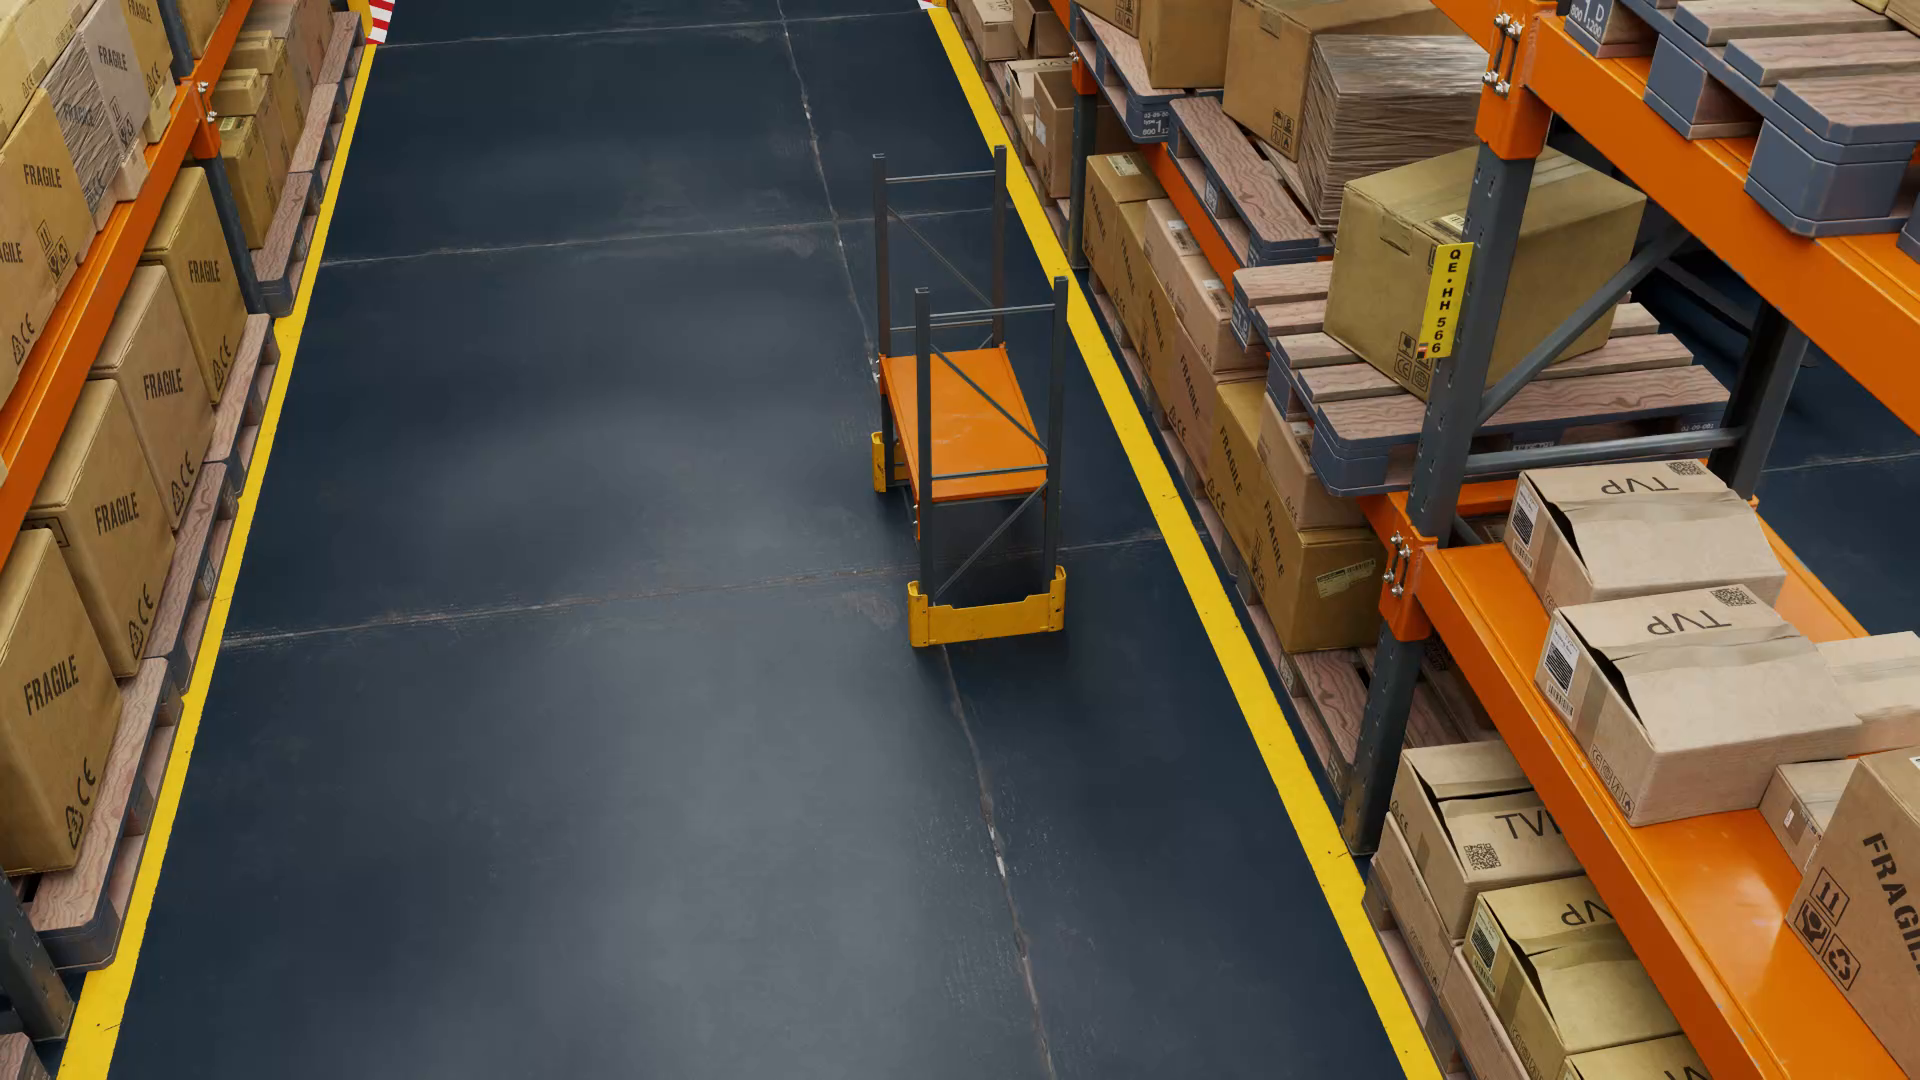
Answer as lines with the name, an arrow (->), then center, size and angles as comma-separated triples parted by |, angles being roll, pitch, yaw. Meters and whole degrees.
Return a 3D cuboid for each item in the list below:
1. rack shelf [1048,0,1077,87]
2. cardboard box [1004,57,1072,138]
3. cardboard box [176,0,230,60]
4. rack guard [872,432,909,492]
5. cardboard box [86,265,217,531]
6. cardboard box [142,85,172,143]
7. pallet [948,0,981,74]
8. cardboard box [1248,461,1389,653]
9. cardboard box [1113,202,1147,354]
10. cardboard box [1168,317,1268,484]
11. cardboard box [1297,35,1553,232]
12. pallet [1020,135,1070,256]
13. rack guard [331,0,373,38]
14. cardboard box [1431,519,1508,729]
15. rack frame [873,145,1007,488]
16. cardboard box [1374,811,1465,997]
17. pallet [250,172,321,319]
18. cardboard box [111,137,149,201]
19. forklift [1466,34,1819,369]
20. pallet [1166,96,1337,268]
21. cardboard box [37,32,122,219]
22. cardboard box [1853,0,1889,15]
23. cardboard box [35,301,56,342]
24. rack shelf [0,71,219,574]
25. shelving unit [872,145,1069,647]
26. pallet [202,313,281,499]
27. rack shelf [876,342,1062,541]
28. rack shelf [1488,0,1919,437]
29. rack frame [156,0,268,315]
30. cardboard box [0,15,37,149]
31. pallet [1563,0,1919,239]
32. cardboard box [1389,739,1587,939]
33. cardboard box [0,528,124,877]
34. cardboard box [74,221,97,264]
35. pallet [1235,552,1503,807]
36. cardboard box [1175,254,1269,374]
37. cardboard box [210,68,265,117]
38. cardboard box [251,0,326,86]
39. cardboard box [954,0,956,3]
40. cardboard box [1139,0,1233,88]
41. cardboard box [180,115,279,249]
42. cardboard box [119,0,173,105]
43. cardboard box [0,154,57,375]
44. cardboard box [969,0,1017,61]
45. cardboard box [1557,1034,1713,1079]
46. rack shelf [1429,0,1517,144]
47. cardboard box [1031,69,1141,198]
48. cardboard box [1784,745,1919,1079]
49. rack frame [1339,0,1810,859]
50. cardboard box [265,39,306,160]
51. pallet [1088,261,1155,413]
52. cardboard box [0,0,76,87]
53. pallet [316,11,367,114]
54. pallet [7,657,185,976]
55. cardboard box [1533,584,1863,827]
rack shelf -> 0.706, -3.579, 9.498 | 1.077, 0.370, 4.000 | -6, 38, -8
cardboard box -> 0.546, -2.533, 9.399 | 0.500, 0.311, 0.500 | -6, 38, -8
cardboard box -> -3.898, -2.568, 7.365 | 0.980, 0.700, 0.700 | -6, 38, -7
rack guard -> -0.074, -0.353, 7.001 | 0.587, 0.250, 0.087 | -6, 38, -8
cardboard box -> -3.419, -0.521, 6.386 | 0.750, 0.750, 0.750 | -5, 38, -7
cardboard box -> -3.414, -1.705, 6.688 | 0.380, 0.149, 0.250 | -6, 38, -7
pallet -> 0.510, -3.442, 11.009 | 1.003, 0.211, 1.213 | -6, 38, -8
cardboard box -> 1.363, 0.035, 5.939 | 0.500, 0.500, 0.500 | -5, 38, -6
cardboard box -> 1.006, -1.202, 7.531 | 0.500, 0.500, 0.500 | -6, 38, -7
cardboard box -> 1.175, -0.594, 6.748 | 0.500, 0.500, 0.500 | -8, 38, -10
cardboard box -> 1.565, -1.385, 5.664 | 0.700, 0.500, 0.500 | 0, 38, 1
pallet -> 0.938, -1.968, 9.112 | 1.003, 0.211, 1.213 | -6, 38, -8
rack guard -> -4.525, -3.563, 10.929 | 1.175, 0.500, 0.348 | -6, 38, -8
cardboard box -> 1.960, 0.269, 5.638 | 0.500, 0.500, 0.500 | -5, 38, -6
rack frame -> -0.074, -0.848, 6.619 | 0.500, 1.500, 0.032 | -6, 38, -8
cardboard box -> 1.561, 1.029, 4.879 | 0.500, 0.250, 0.500 | -6, 38, -8
pallet -> -3.876, -1.486, 8.491 | 1.003, 0.211, 1.213 | -6, 38, -8
cardboard box -> -3.309, -1.390, 6.283 | 0.380, 0.149, 0.250 | -6, 38, -8
forklift -> 3.529, -2.684, 7.816 | 1.130, 2.935, 3.031 | -13, 40, -17
pallet -> 1.413, -1.337, 6.183 | 1.003, 0.211, 1.213 | -6, 38, -8
cardboard box -> -3.311, -1.421, 5.794 | 0.500, 0.500, 0.500 | -6, 38, -8
cardboard box -> 1.893, -1.262, 3.264 | 0.500, 0.250, 0.500 | -9, 39, -11
cardboard box -> -3.227, -0.761, 5.474 | 0.380, 0.149, 0.250 | -6, 38, -8
rack shelf -> -3.469, -0.628, 5.699 | 1.077, 0.370, 4.000 | -6, 38, -8
shelving unit -> 0.013, -0.546, 6.231 | 0.587, 1.500, 1.083 | -6, 38, -8
pallet -> -3.610, -0.561, 7.300 | 1.003, 0.211, 1.213 | -6, 38, -8
rack shelf -> 0.015, -0.399, 6.334 | 0.538, 0.185, 1.000 | -6, 38, -8
rack shelf -> 2.109, 0.069, 2.358 | 1.077, 0.370, 4.000 | -6, 38, -8
rack frame -> -3.819, -2.120, 7.033 | 1.000, 3.000, 0.127 | -6, 38, -8
cardboard box -> -3.226, -1.400, 5.156 | 0.500, 0.250, 0.500 | -7, 38, -9
pallet -> 1.965, -0.948, 3.235 | 1.213, 0.211, 1.003 | -5, 38, -6
cardboard box -> 1.561, 0.808, 4.707 | 0.500, 0.311, 0.500 | -5, 38, -6
cardboard box -> -3.118, 0.521, 5.044 | 0.750, 0.750, 0.750 | -7, 38, -9
cardboard box -> -3.302, -1.083, 5.887 | 0.380, 0.149, 0.250 | -7, 38, -9
pallet -> 1.665, 0.407, 6.054 | 1.003, 0.211, 1.213 | -6, 38, -8
cardboard box -> 1.166, -0.912, 6.547 | 0.500, 0.250, 0.500 | -7, 38, -9
cardboard box -> -3.730, -2.244, 8.360 | 0.380, 0.149, 0.250 | -5, 38, -6
cardboard box -> -4.212, -3.000, 9.862 | 0.700, 0.500, 0.500 | -6, 38, -8
cardboard box -> 0.135, -3.685, 10.999 | 0.380, 0.166, 0.250 | -6, 38, -8
cardboard box -> 1.103, -2.141, 6.638 | 0.700, 0.500, 0.500 | -1, 38, -1
cardboard box -> -3.849, -1.761, 8.267 | 0.700, 0.500, 0.500 | -6, 38, -7
cardboard box -> -3.490, -2.033, 6.581 | 0.500, 0.500, 0.500 | -7, 38, -9
cardboard box -> -3.120, -0.807, 5.003 | 0.500, 0.500, 0.500 | -6, 38, -8
cardboard box -> 0.347, -3.196, 10.301 | 0.500, 0.250, 0.500 | -6, 38, -8
cardboard box -> 1.749, 1.432, 3.903 | 0.500, 0.311, 0.500 | -7, 38, -9
rack shelf -> 1.408, -2.347, 5.468 | 1.077, 0.370, 4.000 | -6, 38, -8
cardboard box -> 0.678, -2.155, 8.758 | 0.500, 0.500, 0.500 | -6, 38, -8
cardboard box -> 2.068, 0.733, 3.279 | 0.500, 0.500, 0.500 | -8, 39, -10
rack frame -> 1.758, -0.239, 4.612 | 1.000, 3.000, 0.127 | -6, 38, -8
cardboard box -> -4.022, -2.375, 9.058 | 0.700, 0.500, 0.500 | -5, 38, -7
pallet -> 1.237, -1.066, 7.951 | 1.003, 0.211, 1.213 | -6, 38, -8
cardboard box -> -3.316, -1.708, 5.552 | 0.500, 0.250, 0.500 | -6, 38, -7
pallet -> -4.303, -2.960, 10.388 | 1.003, 0.211, 1.213 | -6, 38, -8
pallet -> -3.182, 0.913, 5.403 | 1.003, 0.211, 1.213 | -6, 38, -8
cardboard box -> 1.724, 0.357, 3.918 | 0.500, 0.311, 0.500 | -7, 38, -8
